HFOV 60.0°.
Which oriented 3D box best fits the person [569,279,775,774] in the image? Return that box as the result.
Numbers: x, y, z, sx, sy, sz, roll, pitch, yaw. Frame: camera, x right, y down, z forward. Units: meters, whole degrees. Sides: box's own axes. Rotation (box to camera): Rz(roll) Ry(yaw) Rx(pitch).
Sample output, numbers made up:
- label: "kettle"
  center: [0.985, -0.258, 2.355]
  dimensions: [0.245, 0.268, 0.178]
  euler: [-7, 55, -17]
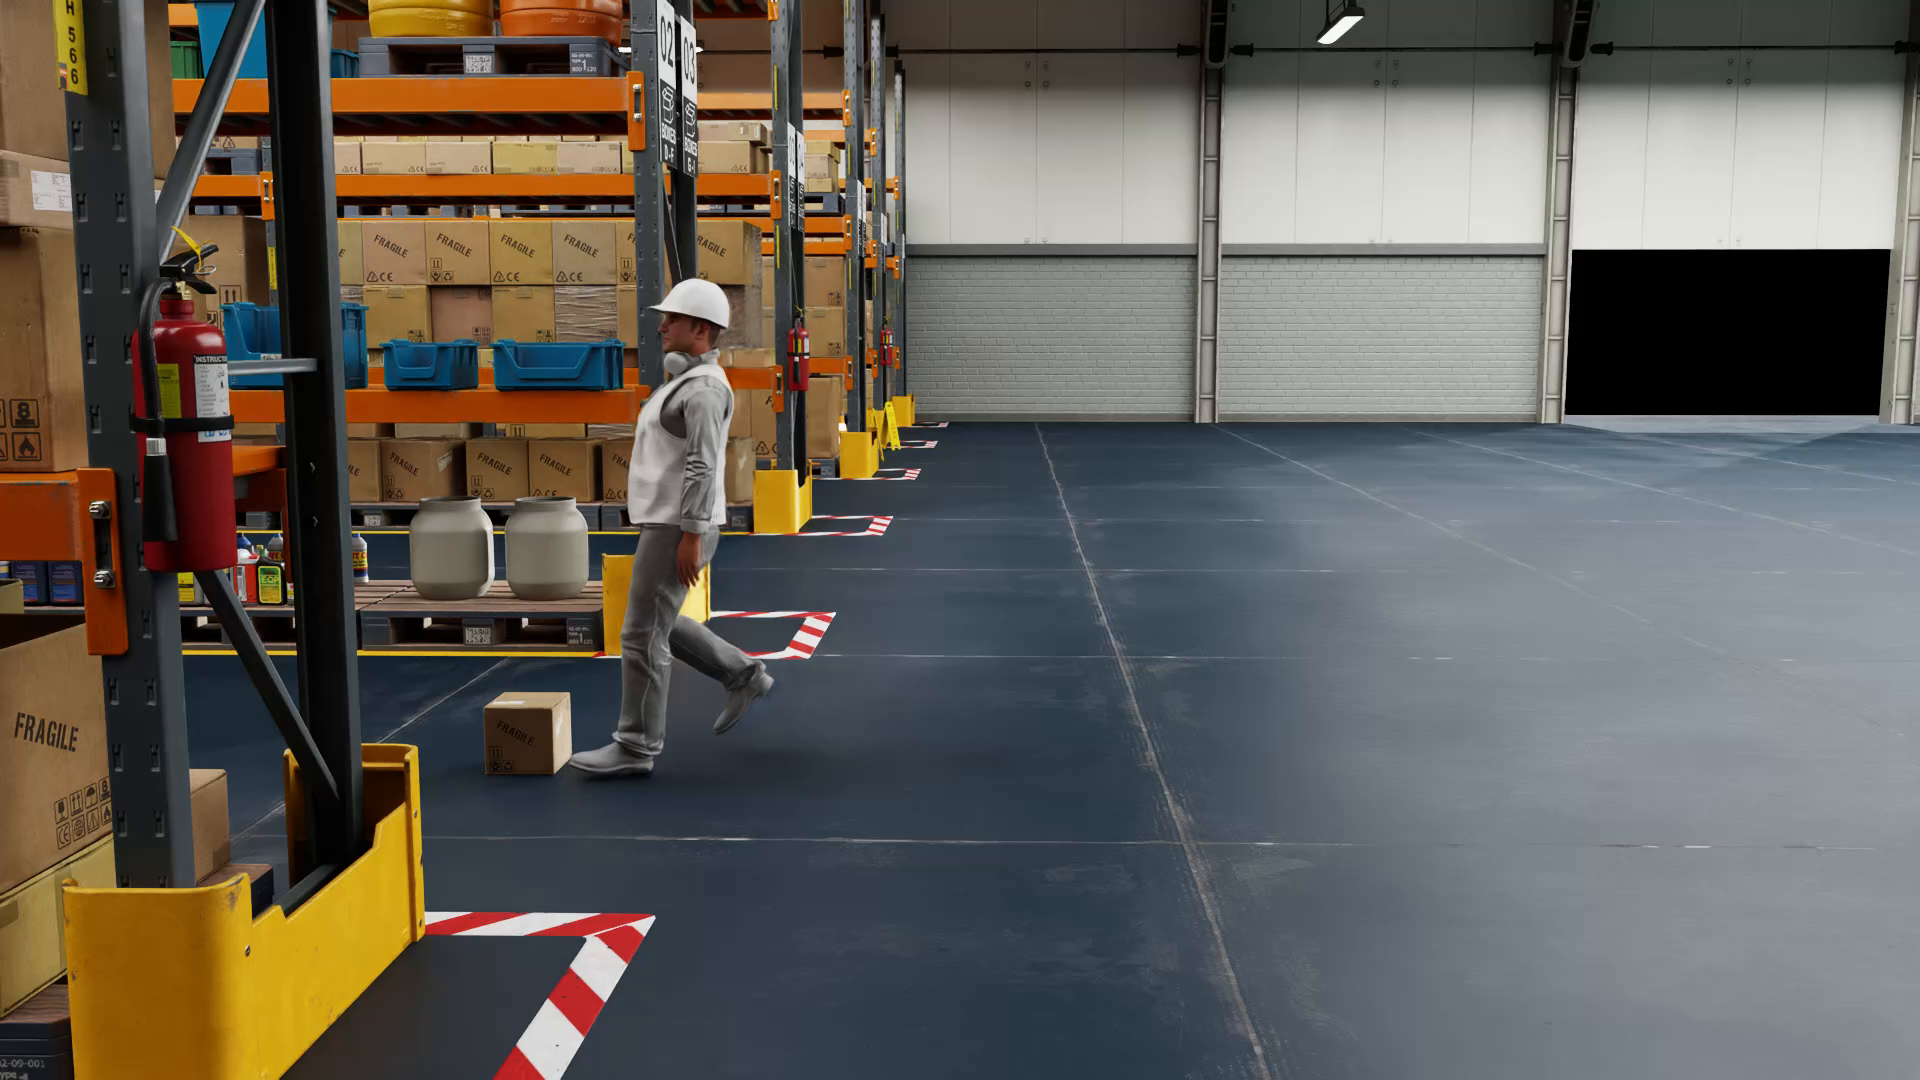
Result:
- label: "person"
  center: [-1.046, -0.055, 6.008]
  dimensions: [0.752, 1.757, 0.549]
  euler: [-1, 7, -10]
